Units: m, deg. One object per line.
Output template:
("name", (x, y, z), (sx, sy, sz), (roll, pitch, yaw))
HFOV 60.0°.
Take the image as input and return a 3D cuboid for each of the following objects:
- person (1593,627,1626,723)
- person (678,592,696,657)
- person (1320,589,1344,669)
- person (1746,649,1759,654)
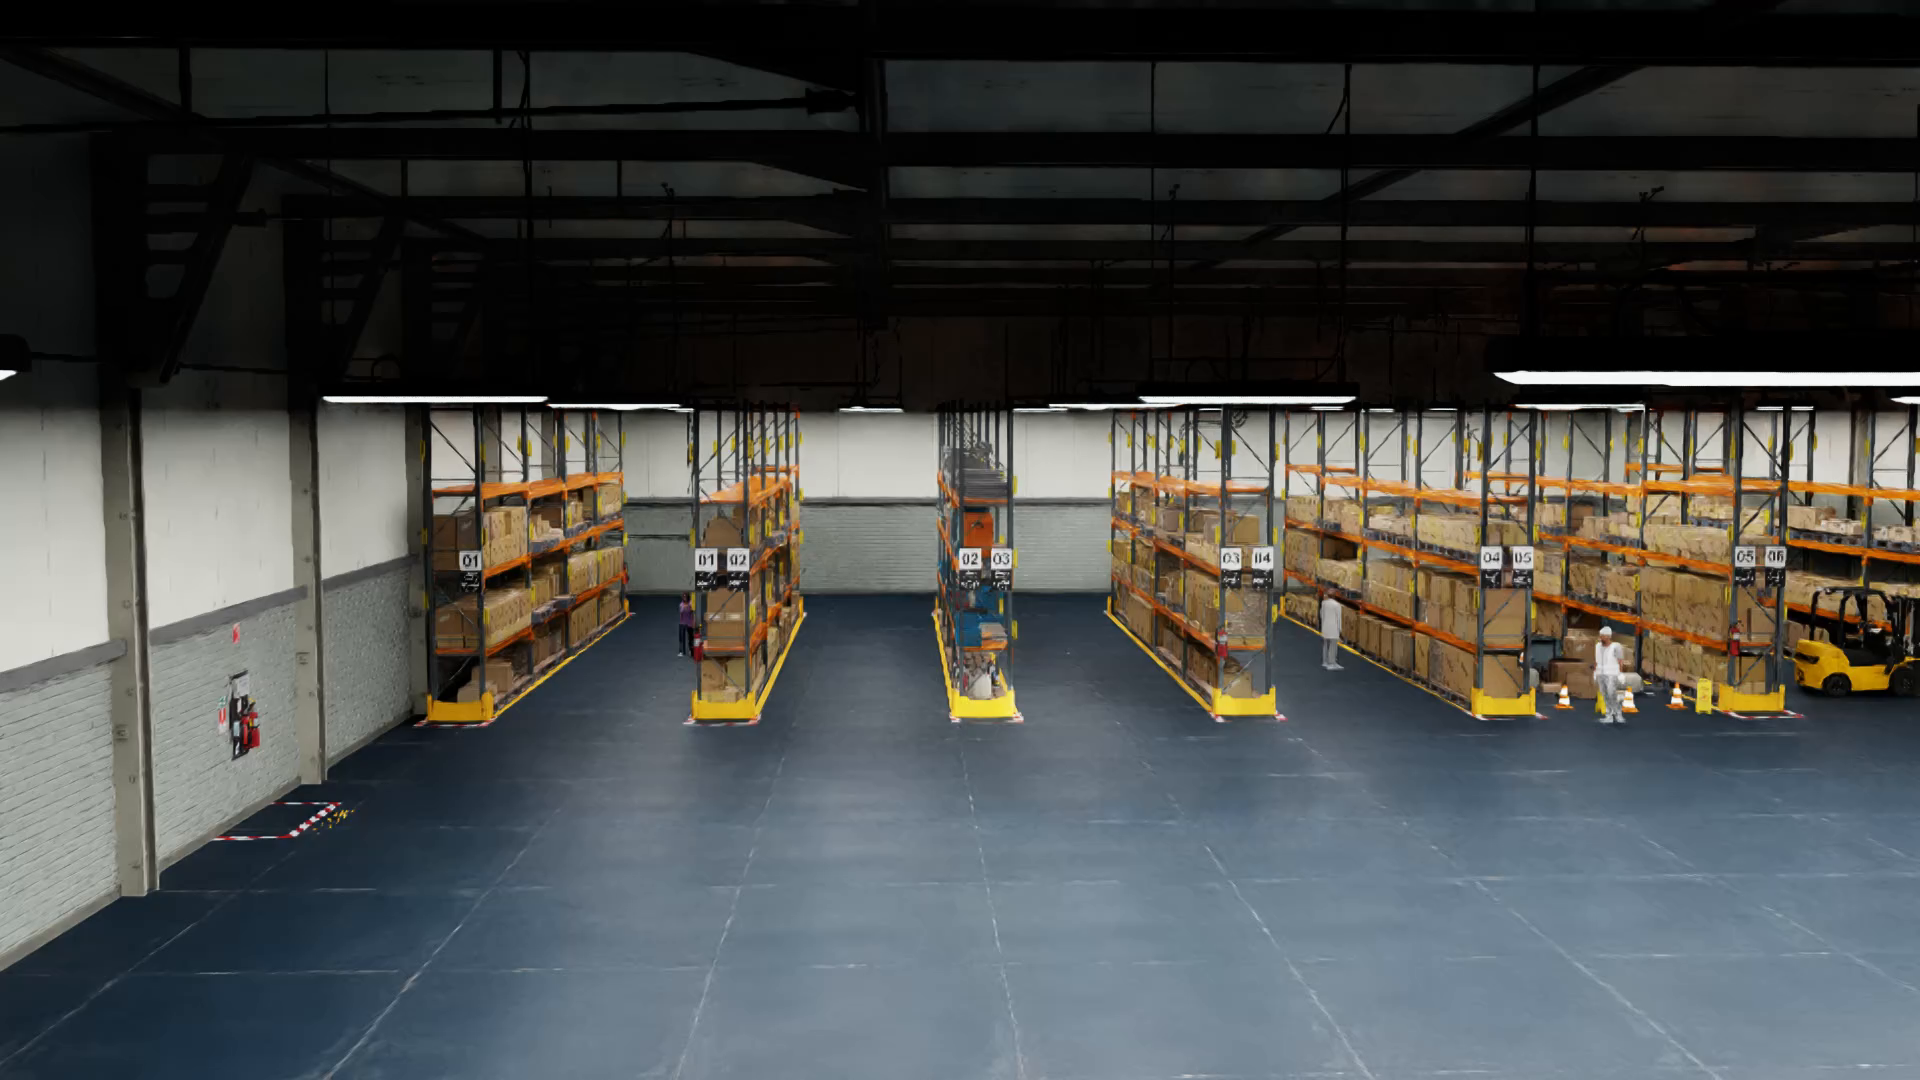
("person", (12.005, 2.490, 30.735), (0.386, 1.780, 0.651), (-3, 5, -34))
("person", (-6.438, 1.974, 39.276), (0.415, 1.508, 1.042), (0, 4, -5))
("person", (8.374, 1.981, 37.350), (0.504, 1.788, 0.640), (-3, 5, -33))
("person", (16.865, 2.185, 35.475), (0.458, 1.675, 0.525), (2, 5, 28))
